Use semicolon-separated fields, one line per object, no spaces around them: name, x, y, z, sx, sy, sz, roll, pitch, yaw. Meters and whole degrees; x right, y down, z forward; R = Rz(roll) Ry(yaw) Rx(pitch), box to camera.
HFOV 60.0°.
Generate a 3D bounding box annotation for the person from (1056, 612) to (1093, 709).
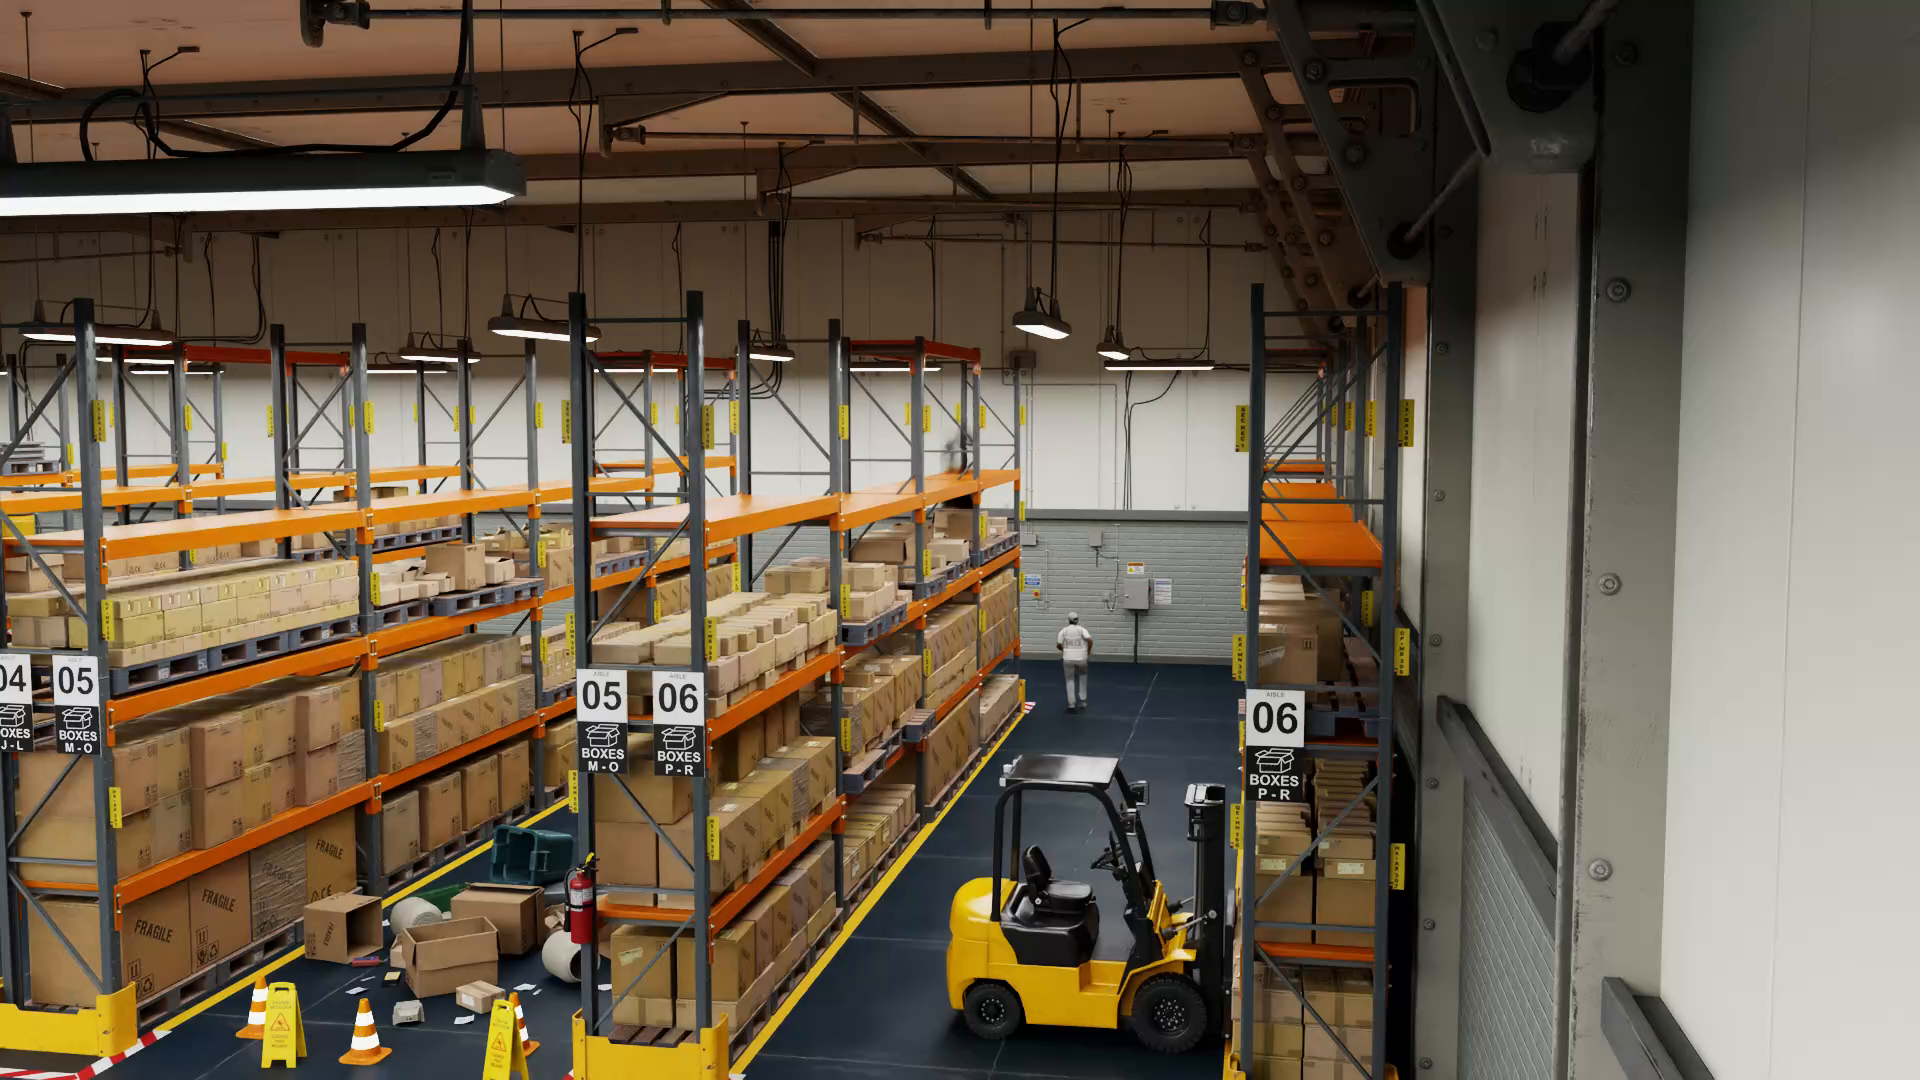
person;1.949;2.078;28.304;0.613;1.697;0.707;0;5;3
